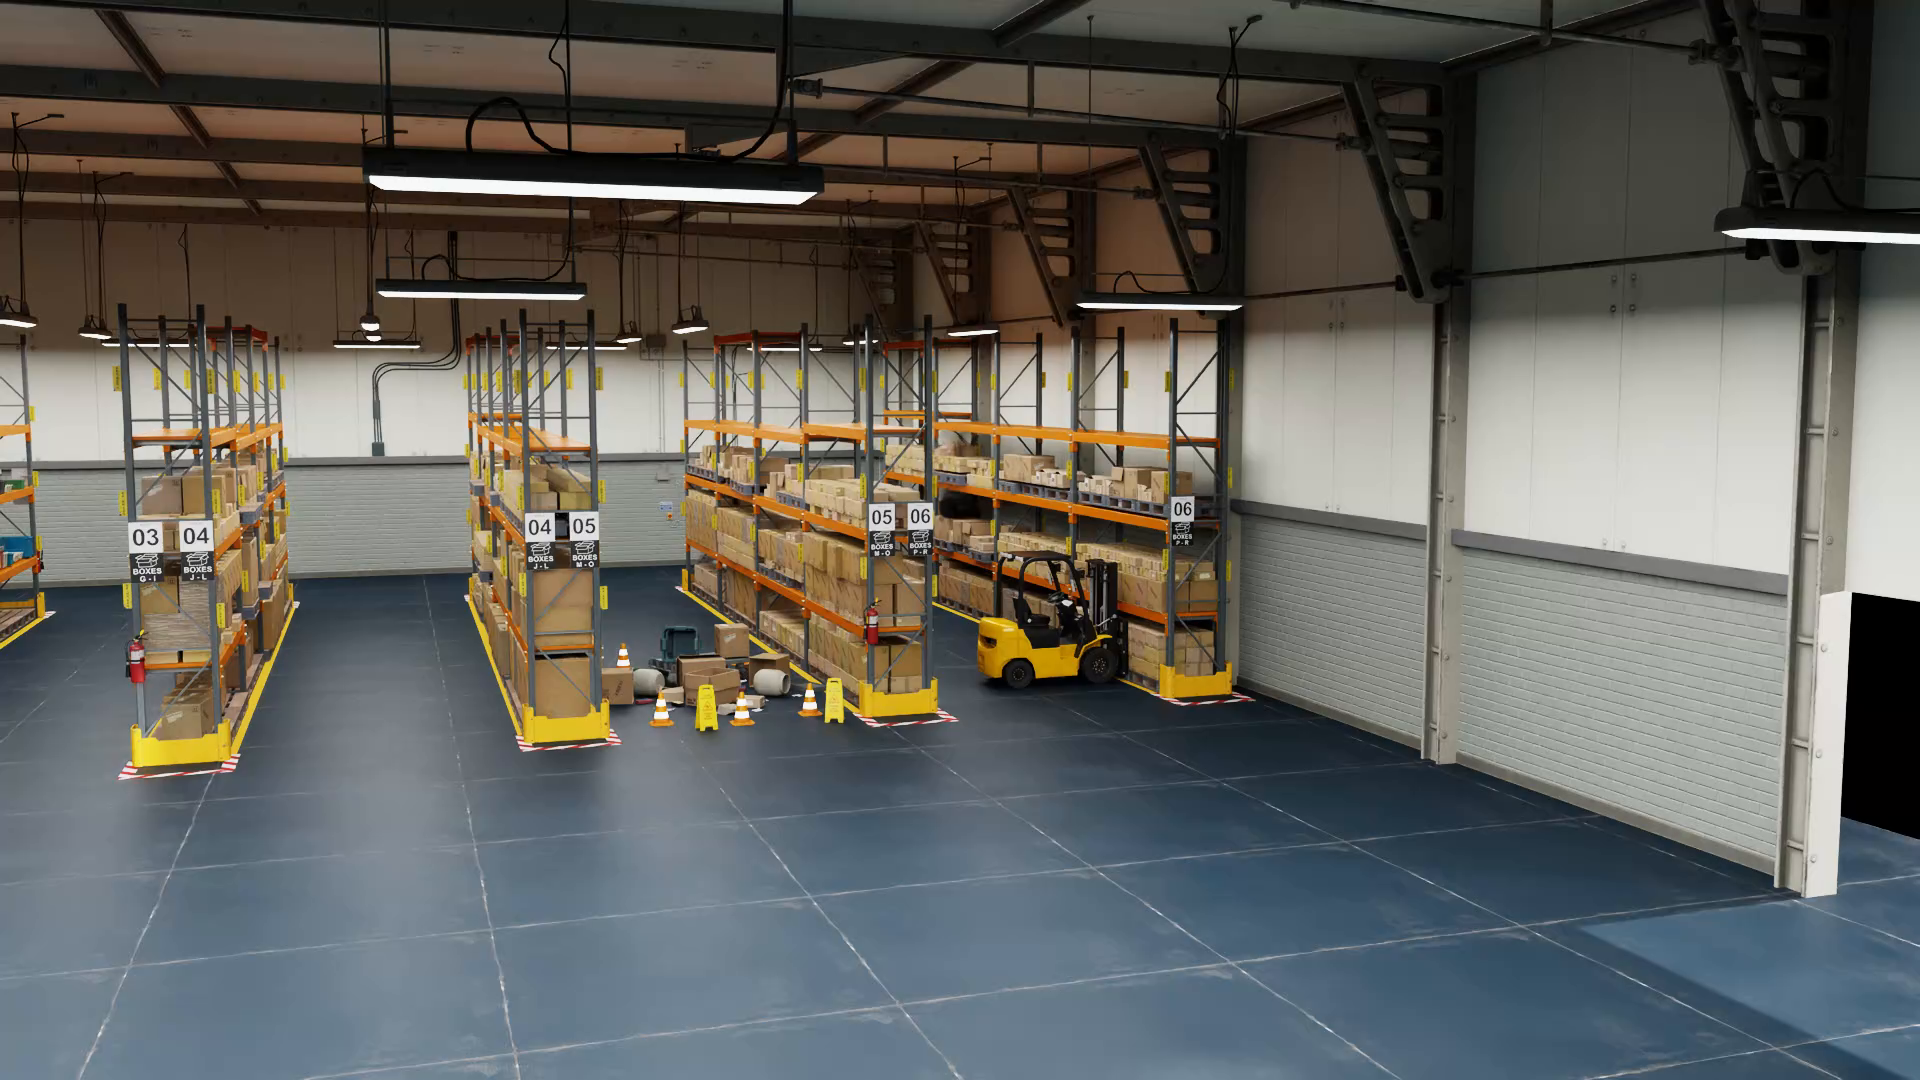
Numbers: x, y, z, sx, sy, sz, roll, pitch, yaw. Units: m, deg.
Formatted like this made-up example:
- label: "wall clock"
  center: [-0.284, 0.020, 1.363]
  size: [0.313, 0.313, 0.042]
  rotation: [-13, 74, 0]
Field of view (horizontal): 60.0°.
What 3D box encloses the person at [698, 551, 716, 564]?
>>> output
- label: "person"
  center: [-6.269, 0.206, 41.333]
  size: [0.857, 1.737, 0.725]
  rotation: [0, 5, 0]
